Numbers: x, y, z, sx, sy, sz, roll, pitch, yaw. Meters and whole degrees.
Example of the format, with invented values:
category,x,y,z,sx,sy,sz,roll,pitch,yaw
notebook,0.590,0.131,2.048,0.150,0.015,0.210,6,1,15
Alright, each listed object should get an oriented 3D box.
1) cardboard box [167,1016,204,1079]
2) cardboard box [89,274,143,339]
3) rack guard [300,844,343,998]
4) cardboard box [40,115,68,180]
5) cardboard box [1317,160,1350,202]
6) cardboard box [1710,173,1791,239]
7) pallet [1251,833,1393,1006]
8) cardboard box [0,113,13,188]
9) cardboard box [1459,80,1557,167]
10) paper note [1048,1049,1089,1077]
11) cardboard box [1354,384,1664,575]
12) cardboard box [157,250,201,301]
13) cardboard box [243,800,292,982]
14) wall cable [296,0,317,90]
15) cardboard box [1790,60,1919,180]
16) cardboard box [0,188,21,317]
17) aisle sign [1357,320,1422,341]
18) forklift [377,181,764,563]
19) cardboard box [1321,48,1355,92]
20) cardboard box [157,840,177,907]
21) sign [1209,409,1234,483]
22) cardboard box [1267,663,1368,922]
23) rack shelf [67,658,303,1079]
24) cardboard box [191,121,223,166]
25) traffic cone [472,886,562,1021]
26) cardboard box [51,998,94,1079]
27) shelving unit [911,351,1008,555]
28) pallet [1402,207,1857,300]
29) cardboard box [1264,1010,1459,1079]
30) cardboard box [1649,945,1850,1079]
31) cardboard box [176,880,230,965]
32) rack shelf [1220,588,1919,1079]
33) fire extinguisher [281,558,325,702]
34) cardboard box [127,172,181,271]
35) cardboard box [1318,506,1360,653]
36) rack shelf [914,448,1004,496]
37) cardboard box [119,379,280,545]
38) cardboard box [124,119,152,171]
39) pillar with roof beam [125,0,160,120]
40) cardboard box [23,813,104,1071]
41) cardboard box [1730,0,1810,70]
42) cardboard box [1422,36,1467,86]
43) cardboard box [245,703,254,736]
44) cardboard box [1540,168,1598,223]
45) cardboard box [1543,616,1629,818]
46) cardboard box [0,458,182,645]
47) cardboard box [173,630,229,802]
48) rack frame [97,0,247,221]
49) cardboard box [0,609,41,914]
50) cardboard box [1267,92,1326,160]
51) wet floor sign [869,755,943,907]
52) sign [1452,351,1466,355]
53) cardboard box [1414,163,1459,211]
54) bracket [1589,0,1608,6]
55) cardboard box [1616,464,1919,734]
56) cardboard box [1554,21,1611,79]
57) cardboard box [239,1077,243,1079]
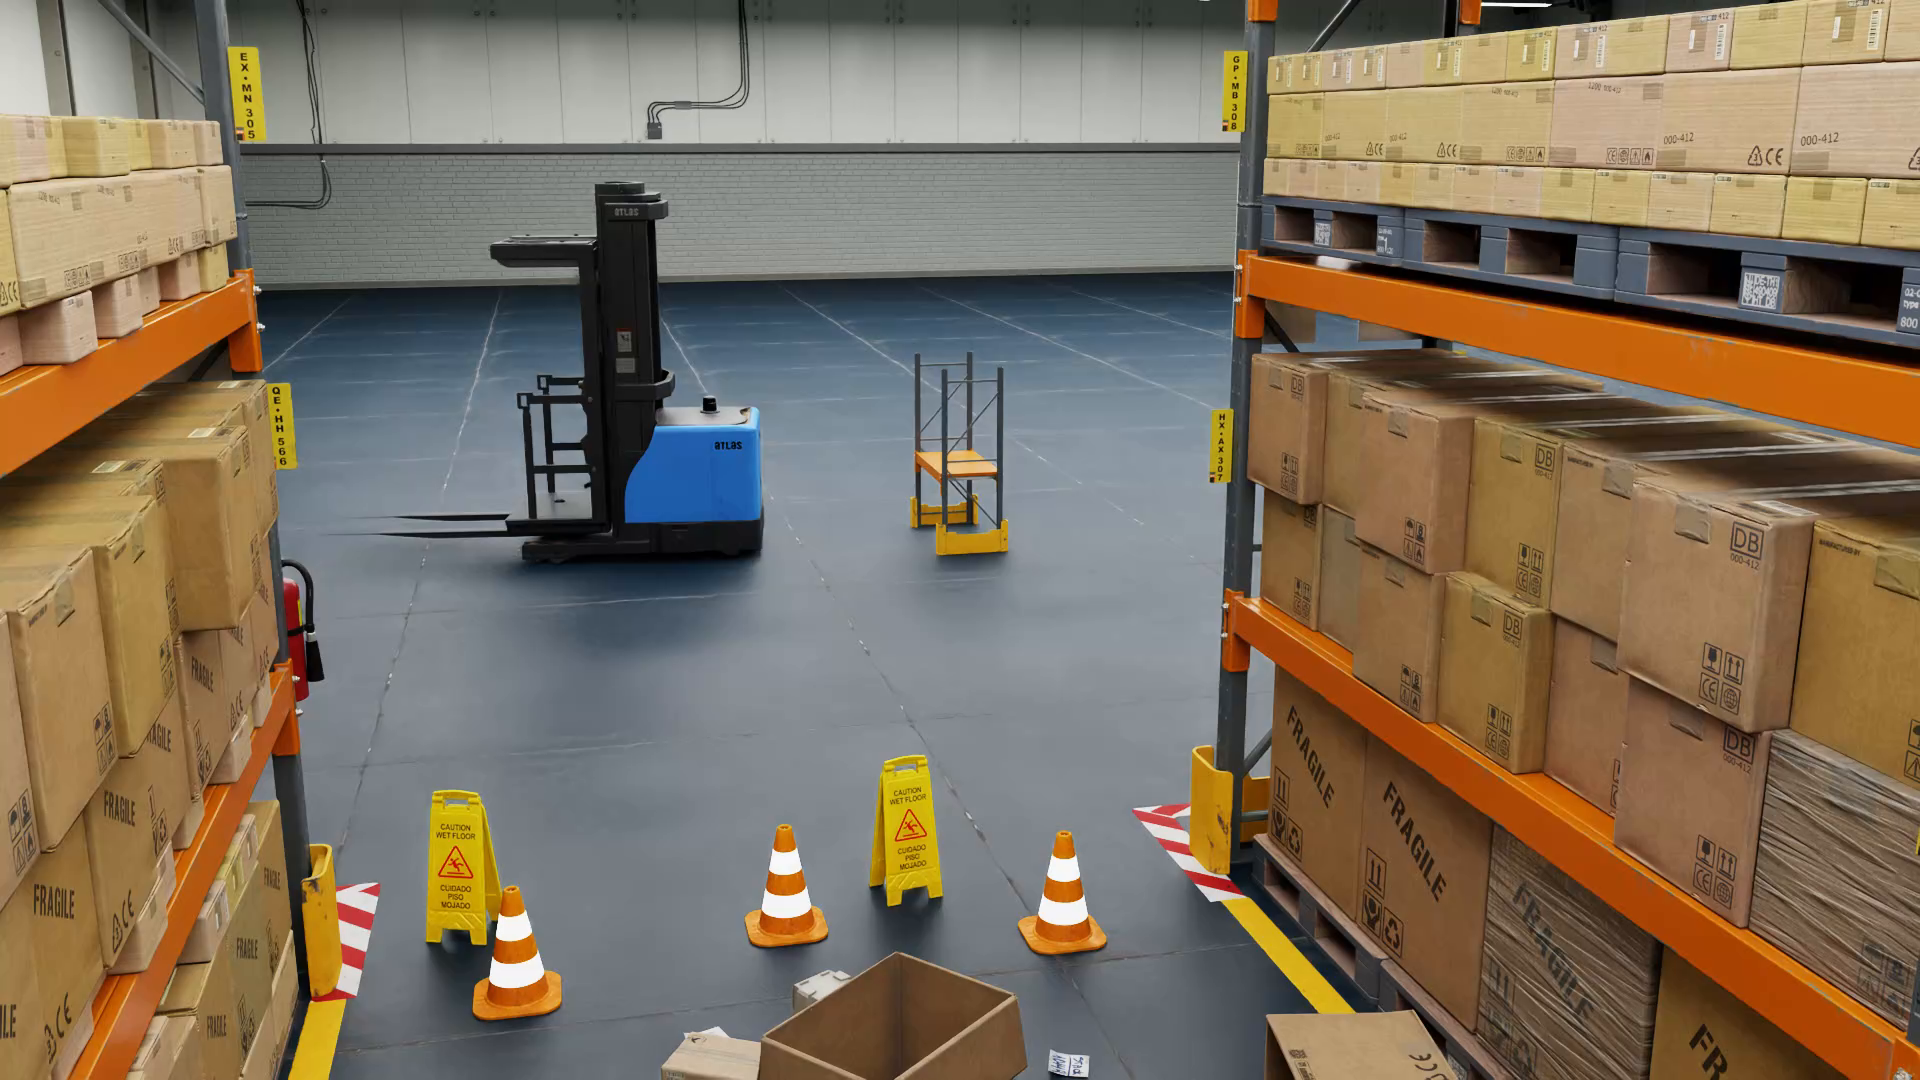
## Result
category,x,y,z,sx,sy,sz,roll,pitch,yaw
cardboard box,-2.293,1.613,4.335,0.500,0.500,0.500,-3,14,-10
cardboard box,-2.339,-0.601,4.274,0.380,0.149,0.250,-3,14,-14
rack guard,-3.081,1.548,6.538,1.175,0.500,0.348,-3,14,-13
cardboard box,-2.362,-0.929,3.936,0.380,0.149,0.250,-3,14,-12
cardboard box,1.577,-1.357,6.276,0.380,0.149,0.250,-3,14,-13
cardboard box,2.110,-0.832,4.126,0.380,0.149,0.250,-3,14,-12
pallet,1.953,1.552,7.132,1.003,0.211,1.213,-3,14,-13
cardboard box,-2.095,-0.756,3.232,0.380,0.149,0.250,-3,14,-14
cardboard box,1.909,-1.290,5.159,0.500,0.250,0.500,-3,14,-13
paper note,0.397,1.907,6.062,0.144,0.017,0.142,2,14,6
cardboard box,1.957,-0.234,5.975,0.875,0.550,0.550,-3,14,-13
cardboard box,-2.624,-0.834,5.228,0.380,0.149,0.250,-3,14,-11
cardboard box,-2.657,1.254,5.804,0.500,0.500,0.500,-3,14,-13
wall cable,-12.458,-10.880,35.400,3.097,2.526,0.112,-3,14,-13
cardboard box,2.263,-0.941,3.732,0.500,0.250,0.500,-3,14,-14
cardboard box,-2.127,-0.525,3.126,0.500,0.250,0.500,-3,14,-14
aisle sign,1.964,-1.279,7.365,0.394,0.787,0.004,-3,14,-13
forklift,-3.147,-1.369,13.354,3.031,2.935,1.130,-1,14,-5
cardboard box,1.576,-1.747,6.189,0.380,0.149,0.250,-3,14,-14
cardboard box,-2.299,0.918,4.378,0.380,0.149,0.250,-3,14,-13
sign,1.148,-0.413,7.305,0.100,0.325,0.005,-3,14,-13
cardboard box,1.912,0.998,7.115,0.875,0.875,0.875,-3,14,-13
rack shelf,-2.629,1.127,4.510,1.077,0.370,4.000,-3,14,-13
cardboard box,-2.732,-1.345,5.640,0.380,0.149,0.250,-3,14,-13
traffic cone,-1.744,1.576,6.503,0.336,0.463,0.334,-3,14,-13
cardboard box,-2.148,1.096,3.649,0.380,0.149,0.250,-3,14,-11
shelving unit,-0.018,-0.746,13.821,0.587,1.500,1.083,-3,14,-13
pallet,2.163,-0.945,5.340,1.003,0.211,1.213,-3,14,-13
cardboard box,1.266,1.852,5.289,0.500,0.500,0.500,-1,14,-3
cardboard box,2.549,1.619,4.573,0.875,0.875,0.875,-3,14,-12
cardboard box,-2.390,1.139,4.908,0.380,0.149,0.250,-3,14,-11
rack shelf,2.159,0.828,5.735,1.077,0.370,4.000,-3,14,-13
fire extinguisher,-2.678,0.302,6.536,0.296,0.674,0.183,-3,14,-13
cardboard box,-2.473,-0.874,4.554,0.500,0.250,0.500,-3,14,-12
cardboard box,1.970,0.153,6.666,0.875,0.550,0.550,-3,14,-13
rack shelf,-0.020,-0.574,13.872,0.538,0.185,1.000,-3,14,-13
cardboard box,-2.767,-0.257,5.715,0.700,0.500,0.500,-4,14,-15
cardboard box,-2.622,-1.164,4.900,0.380,0.149,0.250,-3,14,-13
pillar with roof beam,-11.497,-9.271,32.912,9.100,9.000,0.400,-3,14,-13
cardboard box,-2.132,0.814,3.437,0.500,0.500,0.500,-3,14,-13
cardboard box,2.115,-1.218,4.027,0.380,0.149,0.250,-3,14,-13
cardboard box,1.755,-1.570,5.467,0.380,0.149,0.250,-3,14,-14
cardboard box,-2.596,0.625,5.578,0.380,0.149,0.250,-4,14,-14
cardboard box,1.931,-1.008,4.847,0.380,0.149,0.250,-3,14,-14
cardboard box,2.367,0.526,5.140,0.875,0.550,0.550,-3,14,-13
cardboard box,-2.453,0.095,4.274,0.700,0.500,0.500,-3,14,-14
cardboard box,-2.476,0.464,4.869,0.500,0.500,0.500,-3,14,-13
rack frame,-3.099,-2.598,5.601,1.000,3.000,0.127,-3,14,-13
cardboard box,-2.052,0.446,2.835,0.700,0.500,0.500,-3,14,-14
cardboard box,1.553,-1.639,6.589,0.500,0.250,0.500,-3,14,-13
wet floor sign,-0.243,1.264,7.393,0.267,0.644,0.232,-6,15,-23
sign,2.220,-0.688,7.483,0.100,0.325,0.005,-3,14,-13
cardboard box,1.754,-1.183,5.562,0.380,0.149,0.250,-3,14,-14
bracket,14.690,-12.419,38.216,0.235,0.232,0.430,-3,14,-13
cardboard box,2.333,0.135,4.464,0.875,0.550,0.550,-3,14,-13
cardboard box,1.937,-1.393,4.743,0.380,0.149,0.250,-3,14,-14
cardboard box,-2.405,1.860,4.904,0.500,0.250,0.500,-4,14,-15
